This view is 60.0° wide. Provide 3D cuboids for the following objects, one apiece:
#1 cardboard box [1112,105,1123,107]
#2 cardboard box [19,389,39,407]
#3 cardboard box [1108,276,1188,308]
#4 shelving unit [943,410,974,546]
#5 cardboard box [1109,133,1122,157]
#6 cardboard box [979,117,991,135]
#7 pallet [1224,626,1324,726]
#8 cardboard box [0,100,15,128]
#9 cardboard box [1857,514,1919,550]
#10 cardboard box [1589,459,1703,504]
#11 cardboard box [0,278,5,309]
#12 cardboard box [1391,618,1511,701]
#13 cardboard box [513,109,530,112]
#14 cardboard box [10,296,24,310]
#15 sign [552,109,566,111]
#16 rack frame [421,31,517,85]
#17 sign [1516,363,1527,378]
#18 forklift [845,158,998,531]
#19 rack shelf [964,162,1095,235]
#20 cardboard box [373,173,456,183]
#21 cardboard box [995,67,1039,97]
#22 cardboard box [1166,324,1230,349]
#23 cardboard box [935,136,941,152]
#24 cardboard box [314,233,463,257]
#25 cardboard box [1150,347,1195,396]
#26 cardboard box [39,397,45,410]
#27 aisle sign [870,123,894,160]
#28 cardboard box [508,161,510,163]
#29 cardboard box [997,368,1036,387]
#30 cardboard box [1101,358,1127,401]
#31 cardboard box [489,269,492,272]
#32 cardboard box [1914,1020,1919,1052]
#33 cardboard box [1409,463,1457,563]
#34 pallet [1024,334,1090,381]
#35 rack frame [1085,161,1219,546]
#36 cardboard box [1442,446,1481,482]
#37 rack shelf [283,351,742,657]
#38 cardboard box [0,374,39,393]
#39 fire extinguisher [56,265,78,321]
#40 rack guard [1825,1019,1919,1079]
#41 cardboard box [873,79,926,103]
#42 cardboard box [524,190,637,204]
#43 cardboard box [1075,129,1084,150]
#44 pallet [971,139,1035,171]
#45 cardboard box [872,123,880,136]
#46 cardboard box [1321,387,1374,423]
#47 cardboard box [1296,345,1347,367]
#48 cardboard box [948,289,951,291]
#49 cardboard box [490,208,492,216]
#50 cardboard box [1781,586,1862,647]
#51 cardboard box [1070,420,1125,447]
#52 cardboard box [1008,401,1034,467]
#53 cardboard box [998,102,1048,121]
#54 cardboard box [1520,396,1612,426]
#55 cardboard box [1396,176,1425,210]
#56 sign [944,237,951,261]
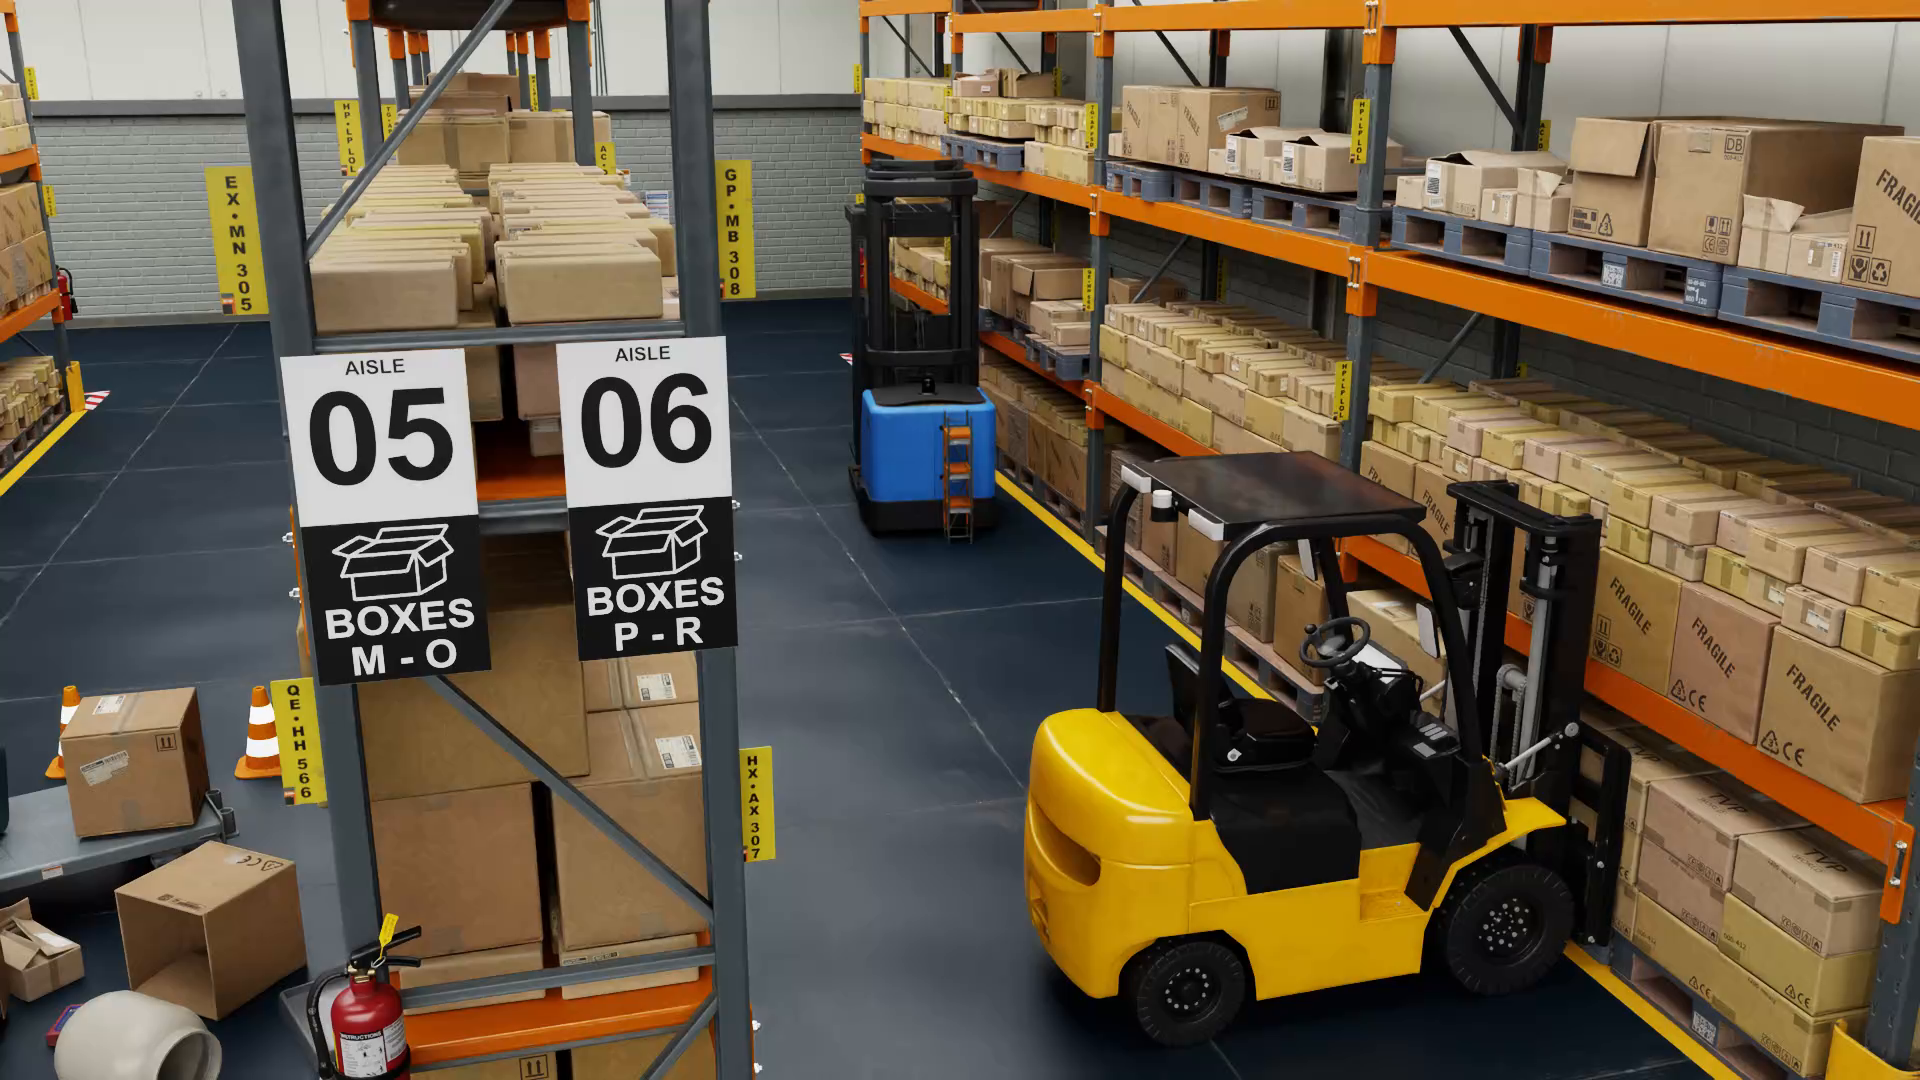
[{"bbox_3d":[1.384,-3.551,13.895,0.380,0.149,0.250,-5,17,-15],"label":"cardboard box"},{"bbox_3d":[-9.475,-1.417,16.663,0.380,0.149,0.250,-4,17,-14],"label":"cardboard box"},{"bbox_3d":[1.517,-1.851,13.498,0.500,0.500,0.500,-4,17,-13],"label":"cardboard box"},{"bbox_3d":[-0.013,-0.492,13.264,0.215,1.050,0.252,-2,17,-8],"label":"shelving unit"},{"bbox_3d":[1.312,-2.901,12.183,0.380,0.166,0.250,-5,17,-15],"label":"cardboard box"},{"bbox_3d":[0.392,-3.723,14.951,0.380,0.149,0.250,-5,17,-16],"label":"cardboard box"},{"bbox_3d":[2.368,0.794,10.443,1.003,0.211,1.213,-5,17,-15],"label":"pallet"},{"bbox_3d":[-9.680,-4.203,16.409,0.500,0.250,0.500,-5,17,-17],"label":"cardboard box"},{"bbox_3d":[3.694,0.007,6.395,0.380,0.149,0.250,-4,17,-14],"label":"cardboard box"},{"bbox_3d":[2.979,-0.242,7.225,0.380,0.149,0.250,-4,17,-14],"label":"cardboard box"},{"bbox_3d":[-9.235,-2.367,15.427,0.500,0.500,0.500,-5,17,-16],"label":"cardboard box"},{"bbox_3d":[2.570,0.597,8.564,0.500,0.250,0.500,-5,17,-15],"label":"cardboard box"},{"bbox_3d":[-3.918,-3.528,14.195,0.500,0.311,0.500,-5,17,-15],"label":"cardboard box"},{"bbox_3d":[-9.580,-2.376,16.583,0.380,0.149,0.250,-6,18,-18],"label":"cardboard box"},{"bbox_3d":[-2.741,-2.781,11.382,0.100,0.325,0.005,-5,17,-15],"label":"sign"},{"bbox_3d":[-5.462,-6.140,18.251,1.000,3.000,0.127,-5,17,-15],"label":"rack frame"},{"bbox_3d":[3.141,-0.838,9.385,0.100,0.325,0.005,-5,17,-15],"label":"sign"},{"bbox_3d":[-0.412,-1.855,14.533,1.130,2.935,3.031,-2,17,-8],"label":"forklift"},{"bbox_3d":[0.959,-3.093,14.571,1.077,0.370,4.000,-5,17,-15],"label":"rack shelf"},{"bbox_3d":[-2.228,-1.390,6.701,0.380,0.149,0.250,-5,18,-17],"label":"cardboard box"},{"bbox_3d":[0.559,-4.381,15.904,0.396,0.266,0.258,-5,17,-16],"label":"cardboard box"},{"bbox_3d":[1.664,-1.413,11.642,0.380,0.149,0.250,-5,17,-15],"label":"cardboard box"},{"bbox_3d":[-0.038,-4.014,16.825,0.380,0.149,0.250,-5,17,-15],"label":"cardboard box"},{"bbox_3d":[-1.563,-0.753,4.582,0.380,0.149,0.250,-5,17,-16],"label":"cardboard box"},{"bbox_3d":[1.658,-1.188,11.586,0.500,0.250,0.500,-5,17,-17],"label":"cardboard box"},{"bbox_3d":[-9.690,-1.411,17.162,0.380,0.149,0.250,-5,17,-16],"label":"cardboard box"},{"bbox_3d":[-0.991,-4.901,20.036,0.394,0.787,0.004,-5,17,-15],"label":"aisle sign"},{"bbox_3d":[-2.239,-1.985,9.162,0.500,0.250,0.500,-5,17,-16],"label":"cardboard box"},{"bbox_3d":[0.572,-1.533,15.829,0.380,0.149,0.250,-5,17,-16],"label":"cardboard box"},{"bbox_3d":[1.395,-1.234,12.606,0.500,0.250,0.500,-5,17,-15],"label":"cardboard box"},{"bbox_3d":[-2.122,-1.022,6.862,0.380,0.149,0.250,-5,17,-15],"label":"cardboard box"},{"bbox_3d":[3.760,1.730,6.529,0.500,0.250,0.500,-5,17,-15],"label":"cardboard box"},{"bbox_3d":[2.638,-0.103,8.407,0.500,0.500,0.500,-4,17,-14],"label":"cardboard box"},{"bbox_3d":[1.255,-1.538,13.691,1.213,0.211,1.003,-5,17,-15],"label":"pallet"},{"bbox_3d":[1.508,-1.448,13.057,1.000,3.000,0.127,-5,17,-15],"label":"rack frame"},{"bbox_3d":[2.610,-0.375,8.186,0.380,0.149,0.250,-4,17,-14],"label":"cardboard box"},{"bbox_3d":[-1.614,-0.487,5.894,1.077,0.370,4.000,-5,17,-15],"label":"rack shelf"},{"bbox_3d":[-9.460,-1.560,16.622,0.380,0.149,0.250,-4,17,-13],"label":"cardboard box"},{"bbox_3d":[-9.819,-2.738,18.136,0.296,0.674,0.183,-5,17,-15],"label":"fire extinguisher"},{"bbox_3d":[3.713,1.969,6.028,1.175,0.500,0.348,-5,17,-15],"label":"rack guard"},{"bbox_3d":[-0.688,-5.122,18.951,0.500,0.250,0.500,-5,17,-16],"label":"cardboard box"},{"bbox_3d":[-1.349,-1.154,5.917,0.380,0.149,0.250,-4,17,-15],"label":"cardboard box"},{"bbox_3d":[1.127,-3.156,13.097,0.380,0.149,0.250,-5,17,-17],"label":"cardboard box"},{"bbox_3d":[0.809,-3.428,14.763,1.213,0.211,1.003,-5,17,-15],"label":"pallet"},{"bbox_3d":[-0.826,-4.870,19.674,0.380,0.149,0.250,-4,17,-14],"label":"cardboard box"},{"bbox_3d":[2.300,-0.777,9.522,0.380,0.149,0.250,-4,17,-13],"label":"cardboard box"},{"bbox_3d":[2.418,-1.171,10.834,0.380,0.149,0.250,-5,17,-16],"label":"cardboard box"},{"bbox_3d":[0.079,-2.502,17.004,0.380,0.149,0.250,-4,17,-14],"label":"cardboard box"},{"bbox_3d":[-1.783,-1.354,7.274,0.500,0.250,0.500,-5,17,-16],"label":"cardboard box"},{"bbox_3d":[3.243,0.265,6.056,0.380,0.149,0.250,-4,17,-14],"label":"cardboard box"},{"bbox_3d":[1.129,-0.879,13.651,0.380,0.149,0.250,-6,18,-18],"label":"cardboard box"},{"bbox_3d":[0.751,-0.978,15.107,0.500,0.500,0.500,-5,18,-17],"label":"cardboard box"},{"bbox_3d":[0.549,-3.723,14.435,0.380,0.149,0.250,-5,17,-15],"label":"cardboard box"},{"bbox_3d":[3.101,-0.633,8.527,0.380,0.149,0.250,-5,17,-16],"label":"cardboard box"},{"bbox_3d":[2.439,-1.758,8.410,0.380,0.149,0.250,-4,17,-14],"label":"cardboard box"},{"bbox_3d":[-0.111,-2.924,16.466,0.100,0.325,0.005,-5,17,-15],"label":"sign"}]
